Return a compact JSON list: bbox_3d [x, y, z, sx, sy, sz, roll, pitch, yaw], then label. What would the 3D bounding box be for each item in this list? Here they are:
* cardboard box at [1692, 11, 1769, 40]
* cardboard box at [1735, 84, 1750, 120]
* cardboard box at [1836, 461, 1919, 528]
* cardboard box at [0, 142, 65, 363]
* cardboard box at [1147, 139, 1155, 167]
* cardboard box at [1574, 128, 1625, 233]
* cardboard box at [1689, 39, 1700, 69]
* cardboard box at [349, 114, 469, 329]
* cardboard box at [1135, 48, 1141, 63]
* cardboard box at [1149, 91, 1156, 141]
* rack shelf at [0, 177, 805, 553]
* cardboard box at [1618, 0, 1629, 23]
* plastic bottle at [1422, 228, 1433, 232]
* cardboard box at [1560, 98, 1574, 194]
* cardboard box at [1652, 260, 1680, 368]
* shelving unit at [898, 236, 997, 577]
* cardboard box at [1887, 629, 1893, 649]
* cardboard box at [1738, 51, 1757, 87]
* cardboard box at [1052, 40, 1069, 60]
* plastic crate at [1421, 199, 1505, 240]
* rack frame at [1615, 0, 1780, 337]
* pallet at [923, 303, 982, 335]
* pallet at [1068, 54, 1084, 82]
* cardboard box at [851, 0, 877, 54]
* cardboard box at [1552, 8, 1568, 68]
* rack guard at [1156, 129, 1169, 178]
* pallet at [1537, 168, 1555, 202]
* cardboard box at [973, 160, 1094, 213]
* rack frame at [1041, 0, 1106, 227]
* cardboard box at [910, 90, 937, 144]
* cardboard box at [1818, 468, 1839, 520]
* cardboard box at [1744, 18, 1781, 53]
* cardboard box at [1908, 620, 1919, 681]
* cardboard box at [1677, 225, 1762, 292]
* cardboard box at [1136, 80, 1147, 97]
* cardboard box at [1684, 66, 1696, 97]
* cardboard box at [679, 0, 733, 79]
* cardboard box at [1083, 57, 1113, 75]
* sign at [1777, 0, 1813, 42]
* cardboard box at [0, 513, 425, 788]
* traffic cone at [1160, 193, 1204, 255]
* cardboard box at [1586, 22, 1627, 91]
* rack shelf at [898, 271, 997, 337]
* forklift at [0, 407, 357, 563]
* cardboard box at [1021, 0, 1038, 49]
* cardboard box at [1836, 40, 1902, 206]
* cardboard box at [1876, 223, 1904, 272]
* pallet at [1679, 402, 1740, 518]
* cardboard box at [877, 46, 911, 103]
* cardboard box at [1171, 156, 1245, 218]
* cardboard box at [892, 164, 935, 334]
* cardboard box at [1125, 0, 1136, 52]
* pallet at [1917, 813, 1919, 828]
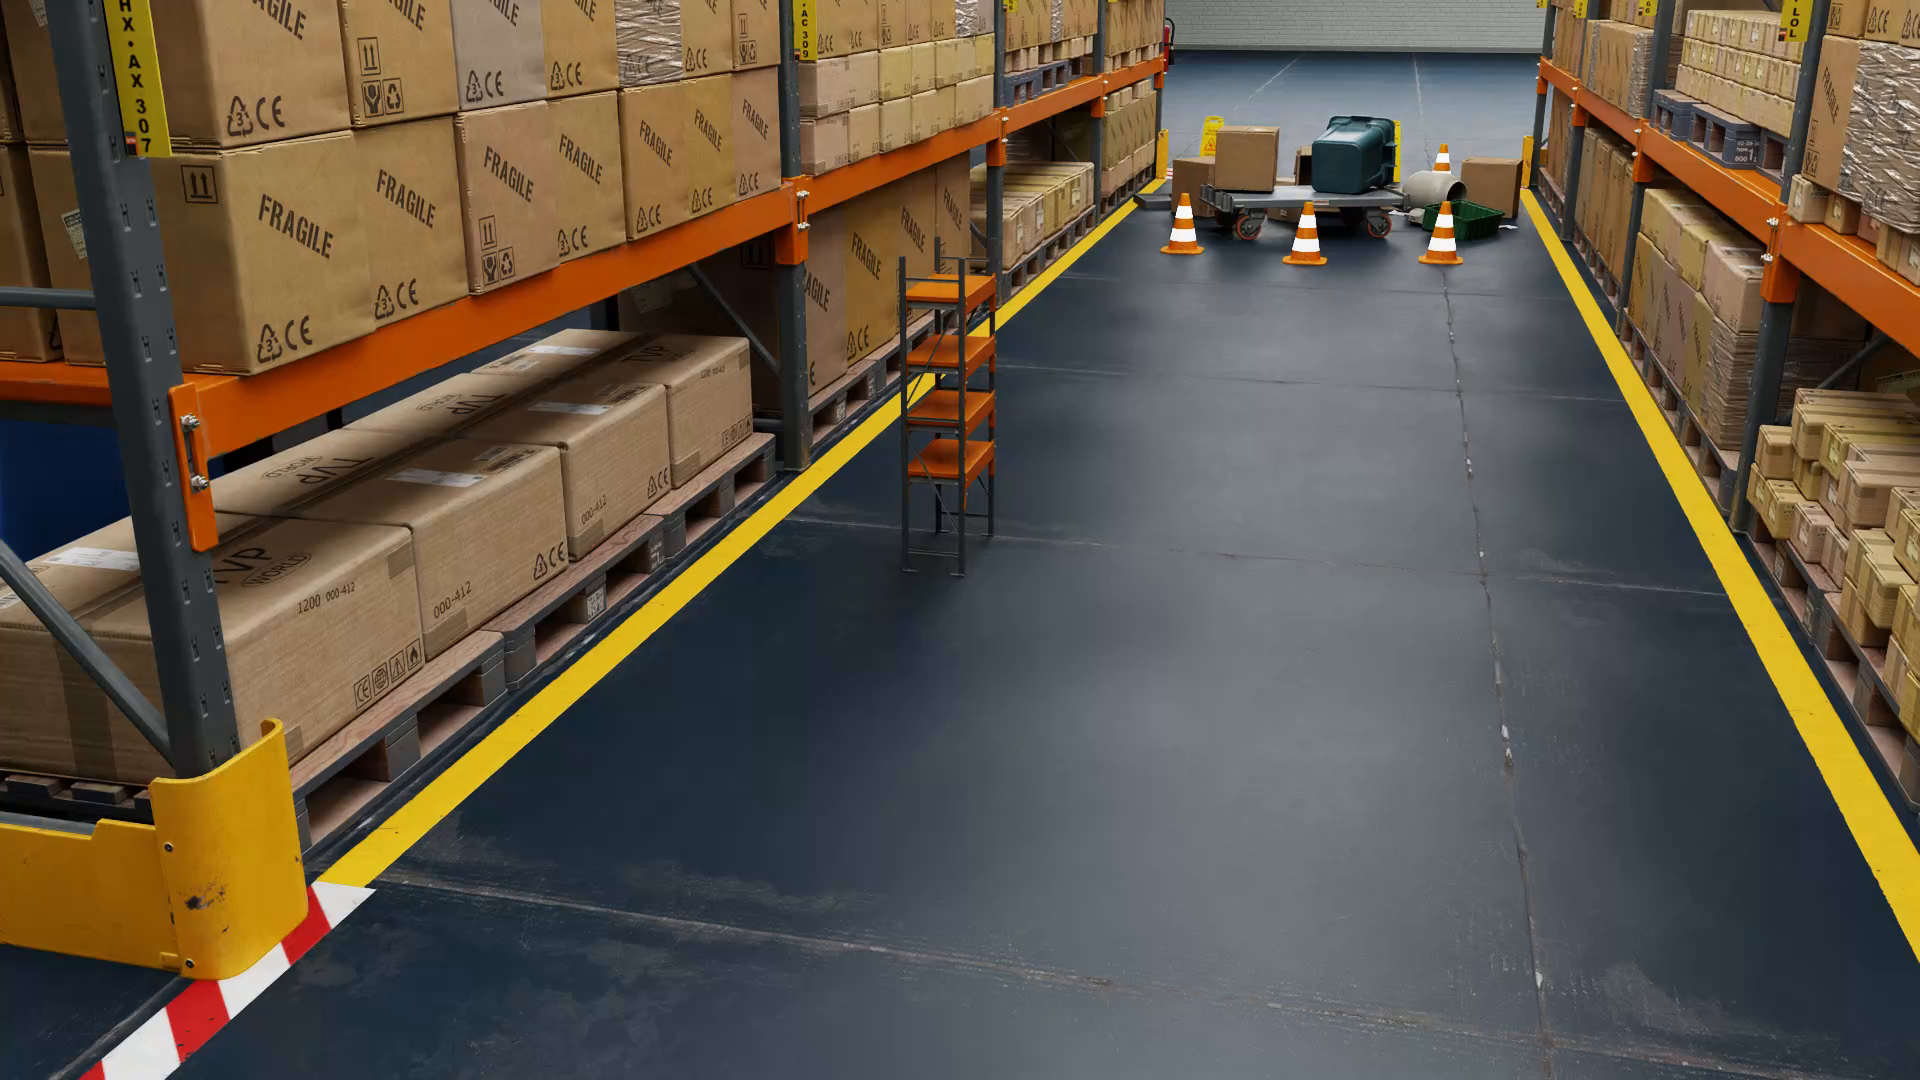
[{"bbox_3d":[4.249,-2.819,9.119,0.380,0.149,0.250,4,19,12],"label":"cardboard box"},{"bbox_3d":[3.856,-2.047,7.778,0.380,0.149,0.250,6,20,16],"label":"cardboard box"},{"bbox_3d":[3.029,-0.136,5.285,0.380,0.149,0.250,5,20,15],"label":"cardboard box"},{"bbox_3d":[-2.305,-0.743,4.068,0.500,0.500,0.500,5,19,14],"label":"cardboard box"},{"bbox_3d":[1.801,-4.154,17.813,0.500,0.250,0.500,5,19,13],"label":"cardboard box"},{"bbox_3d":[5.526,-2.858,13.245,1.050,0.750,0.750,5,19,13],"label":"cardboard box"},{"bbox_3d":[4.236,-2.672,9.147,0.380,0.149,0.250,6,20,16],"label":"cardboard box"},{"bbox_3d":[-1.674,-0.859,4.408,0.500,0.500,0.500,4,19,13],"label":"cardboard box"},{"bbox_3d":[1.615,-4.879,16.720,0.380,0.149,0.250,4,19,13],"label":"cardboard box"},{"bbox_3d":[1.800,-4.519,17.722,0.500,0.500,0.500,5,19,14],"label":"cardboard box"},{"bbox_3d":[-1.677,-0.810,5.532,1.077,0.370,4.000,5,19,13],"label":"rack shelf"},{"bbox_3d":[5.351,-4.129,12.433,0.700,0.500,0.500,4,19,12],"label":"cardboard box"},{"bbox_3d":[4.195,-2.741,14.617,0.133,0.061,0.283,-5,20,-15],"label":"plastic bottle"},{"bbox_3d":[6.029,-3.593,15.204,0.875,0.875,0.875,5,19,14],"label":"cardboard box"},{"bbox_3d":[3.953,-1.167,8.681,0.500,0.500,0.500,4,19,12],"label":"cardboard box"},{"bbox_3d":[-0.040,-0.516,6.342,0.258,1.200,0.503,5,19,13],"label":"shelving unit"},{"bbox_3d":[2.968,0.319,4.873,0.380,0.149,0.250,5,20,15],"label":"cardboard box"},{"bbox_3d":[3.860,-2.193,7.745,0.380,0.149,0.250,5,19,14],"label":"cardboard box"},{"bbox_3d":[0.645,-3.863,13.096,0.380,0.149,0.250,5,19,13],"label":"cardboard box"},{"bbox_3d":[4.363,-2.780,14.447,0.450,0.188,0.662,29,33,36],"label":"plastic crate"},{"bbox_3d":[4.613,-2.672,9.869,1.000,3.000,0.127,5,19,13],"label":"rack frame"},{"bbox_3d":[-0.477,-1.470,10.666,1.003,0.211,1.213,5,19,13],"label":"pallet"},{"bbox_3d":[0.438,-3.966,13.955,1.003,0.211,1.213,5,19,13],"label":"pallet"},{"bbox_3d":[-0.705,-2.575,7.883,0.500,0.500,0.500,5,19,13],"label":"cardboard box"},{"bbox_3d":[6.149,-4.791,15.841,0.875,0.550,0.550,5,19,13],"label":"cardboard box"},{"bbox_3d":[1.725,-4.332,18.597,1.175,0.500,0.348,5,19,13],"label":"rack guard"},{"bbox_3d":[6.448,-3.603,16.909,1.003,0.211,1.213,5,19,13],"label":"pallet"},{"bbox_3d":[0.640,-3.075,14.467,0.950,0.372,0.625,5,19,14],"label":"cardboard box"},{"bbox_3d":[0.766,-4.285,14.592,1.000,3.000,0.127,5,19,13],"label":"rack frame"},{"bbox_3d":[-0.428,-2.301,9.016,0.500,0.250,0.500,4,19,12],"label":"cardboard box"},{"bbox_3d":[3.238,-0.155,5.800,0.380,0.149,0.250,5,19,13],"label":"cardboard box"},{"bbox_3d":[3.864,-2.329,7.685,0.380,0.149,0.250,4,19,11],"label":"cardboard box"},{"bbox_3d":[2.750,0.331,4.379,0.380,0.149,0.250,5,19,14],"label":"cardboard box"},{"bbox_3d":[3.827,-1.369,8.113,0.500,0.250,0.500,4,19,11],"label":"cardboard box"},{"bbox_3d":[1.711,-4.627,17.035,0.380,0.149,0.250,5,19,14],"label":"cardboard box"},{"bbox_3d":[4.243,-2.543,9.232,0.380,0.149,0.250,6,20,16],"label":"cardboard box"},{"bbox_3d":[-1.168,-1.970,6.112,0.500,0.500,0.500,4,19,13],"label":"cardboard box"},{"bbox_3d":[1.154,-4.239,14.847,0.380,0.149,0.250,5,19,13],"label":"cardboard box"},{"bbox_3d":[3.097,-2.009,6.137,0.100,0.325,0.005,5,19,13],"label":"sign"},{"bbox_3d":[-2.102,0.275,4.555,0.875,0.438,0.875,4,19,12],"label":"cardboard box"},{"bbox_3d":[1.821,-2.585,13.540,0.336,0.463,0.334,5,19,13],"label":"traffic cone"},{"bbox_3d":[5.079,-3.671,12.640,0.500,0.500,0.500,5,19,14],"label":"cardboard box"},{"bbox_3d":[-0.040,-0.888,6.215,0.258,0.148,0.480,5,19,13],"label":"rack shelf"},{"bbox_3d":[-3.120,-1.446,6.386,1.130,2.935,3.031,5,19,14],"label":"forklift"},{"bbox_3d":[0.243,-3.705,11.628,0.500,0.500,0.500,6,20,16],"label":"cardboard box"},{"bbox_3d":[3.157,-1.315,5.283,0.500,0.500,0.500,5,19,13],"label":"cardboard box"},{"bbox_3d":[3.047,-0.903,5.080,0.380,0.149,0.250,5,19,14],"label":"cardboard box"},{"bbox_3d":[3.825,-0.343,7.364,1.003,0.211,1.213,5,19,13],"label":"pallet"},{"bbox_3d":[-0.559,-2.380,8.474,0.500,0.250,0.500,5,19,14],"label":"cardboard box"},{"bbox_3d":[2.347,-3.331,15.664,0.500,0.500,0.500,-13,23,-34],"label":"cardboard box"},{"bbox_3d":[-0.683,-1.735,9.764,0.875,0.875,0.875,5,19,14],"label":"cardboard box"},{"bbox_3d":[1.379,-4.904,15.790,0.500,0.500,0.500,4,19,13],"label":"cardboard box"},{"bbox_3d":[2.910,0.880,3.786,1.003,0.211,1.213,5,19,13],"label":"pallet"}]
